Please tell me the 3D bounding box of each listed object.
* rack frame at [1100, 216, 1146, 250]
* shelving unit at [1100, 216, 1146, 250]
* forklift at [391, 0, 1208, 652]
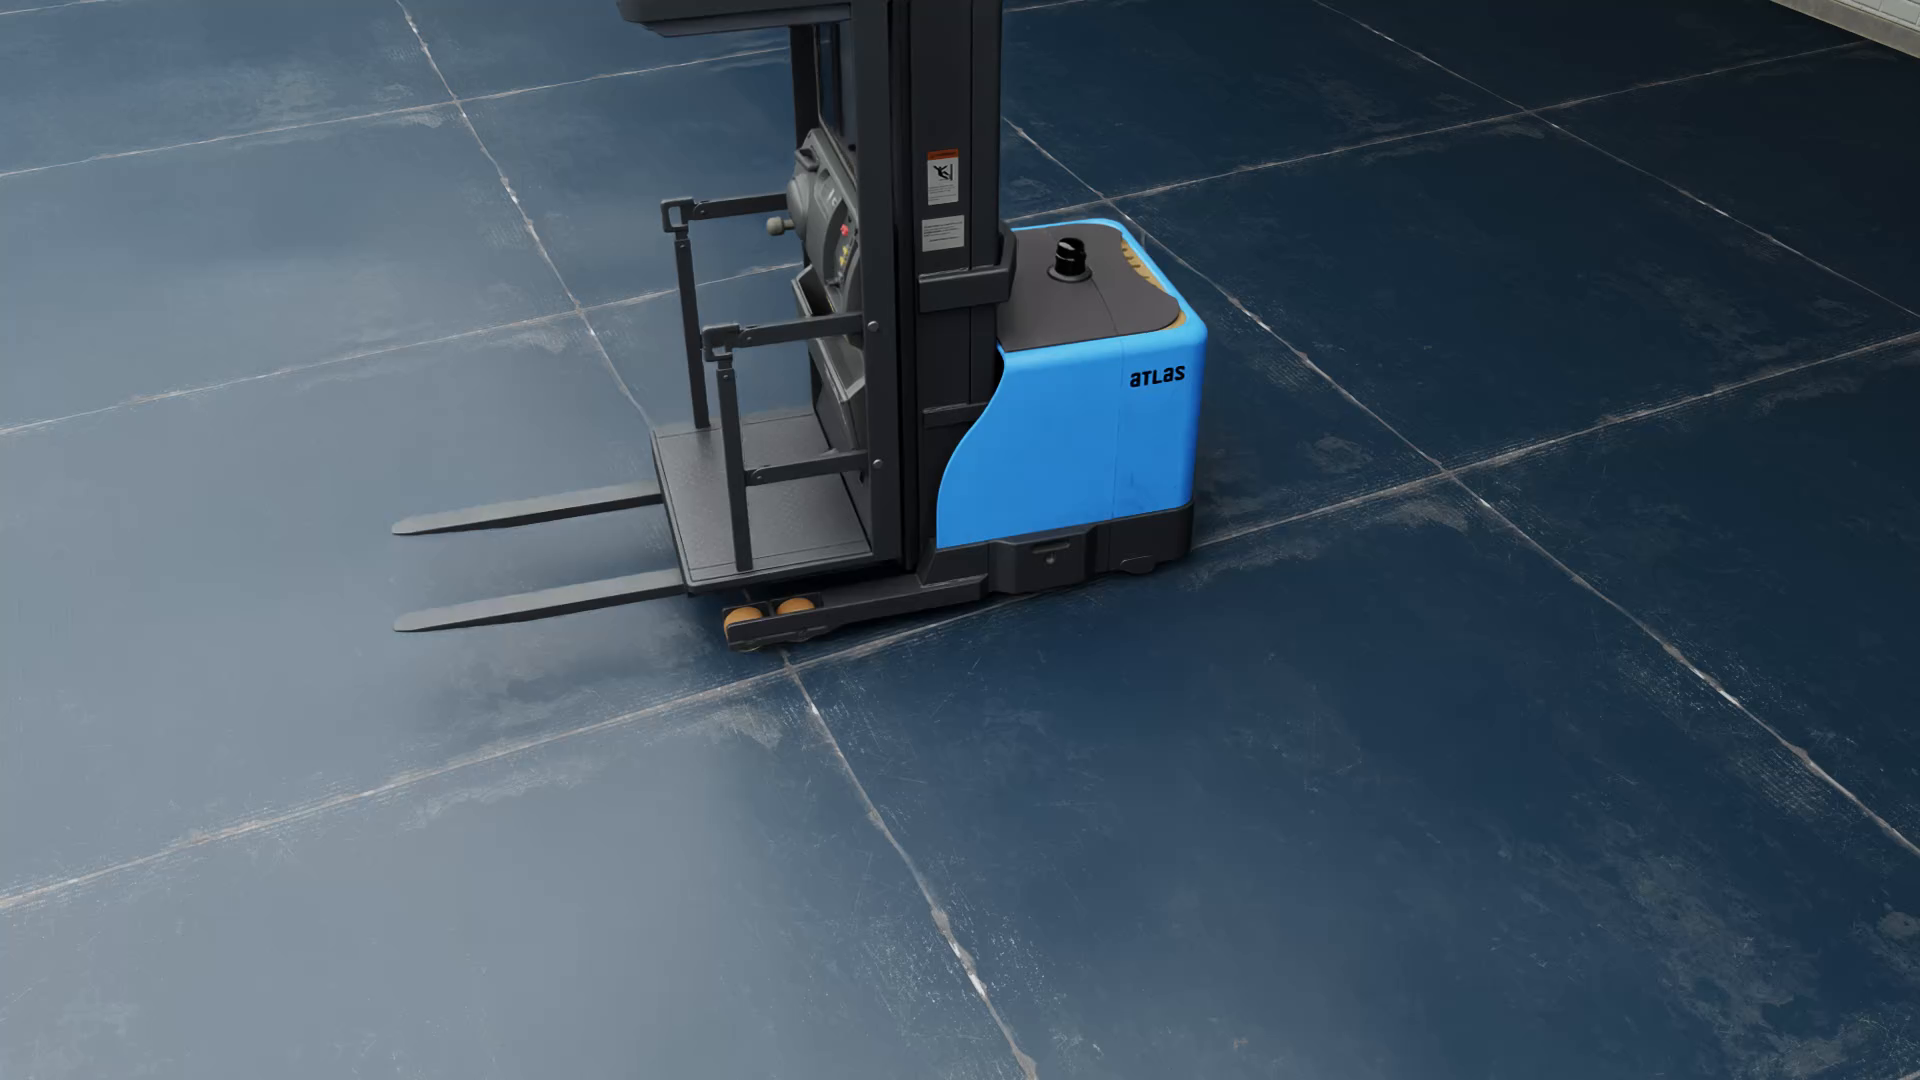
[{"bbox_3d":[0.689,-0.973,7.306,0.240,0.900,0.006,28,45,32],"label":"rack frame"},{"bbox_3d":[0.622,-0.928,7.245,0.258,0.900,0.210,28,45,32],"label":"shelving unit"},{"bbox_3d":[-0.660,-1.113,5.790,3.031,2.935,1.130,-10,38,-13],"label":"forklift"}]
